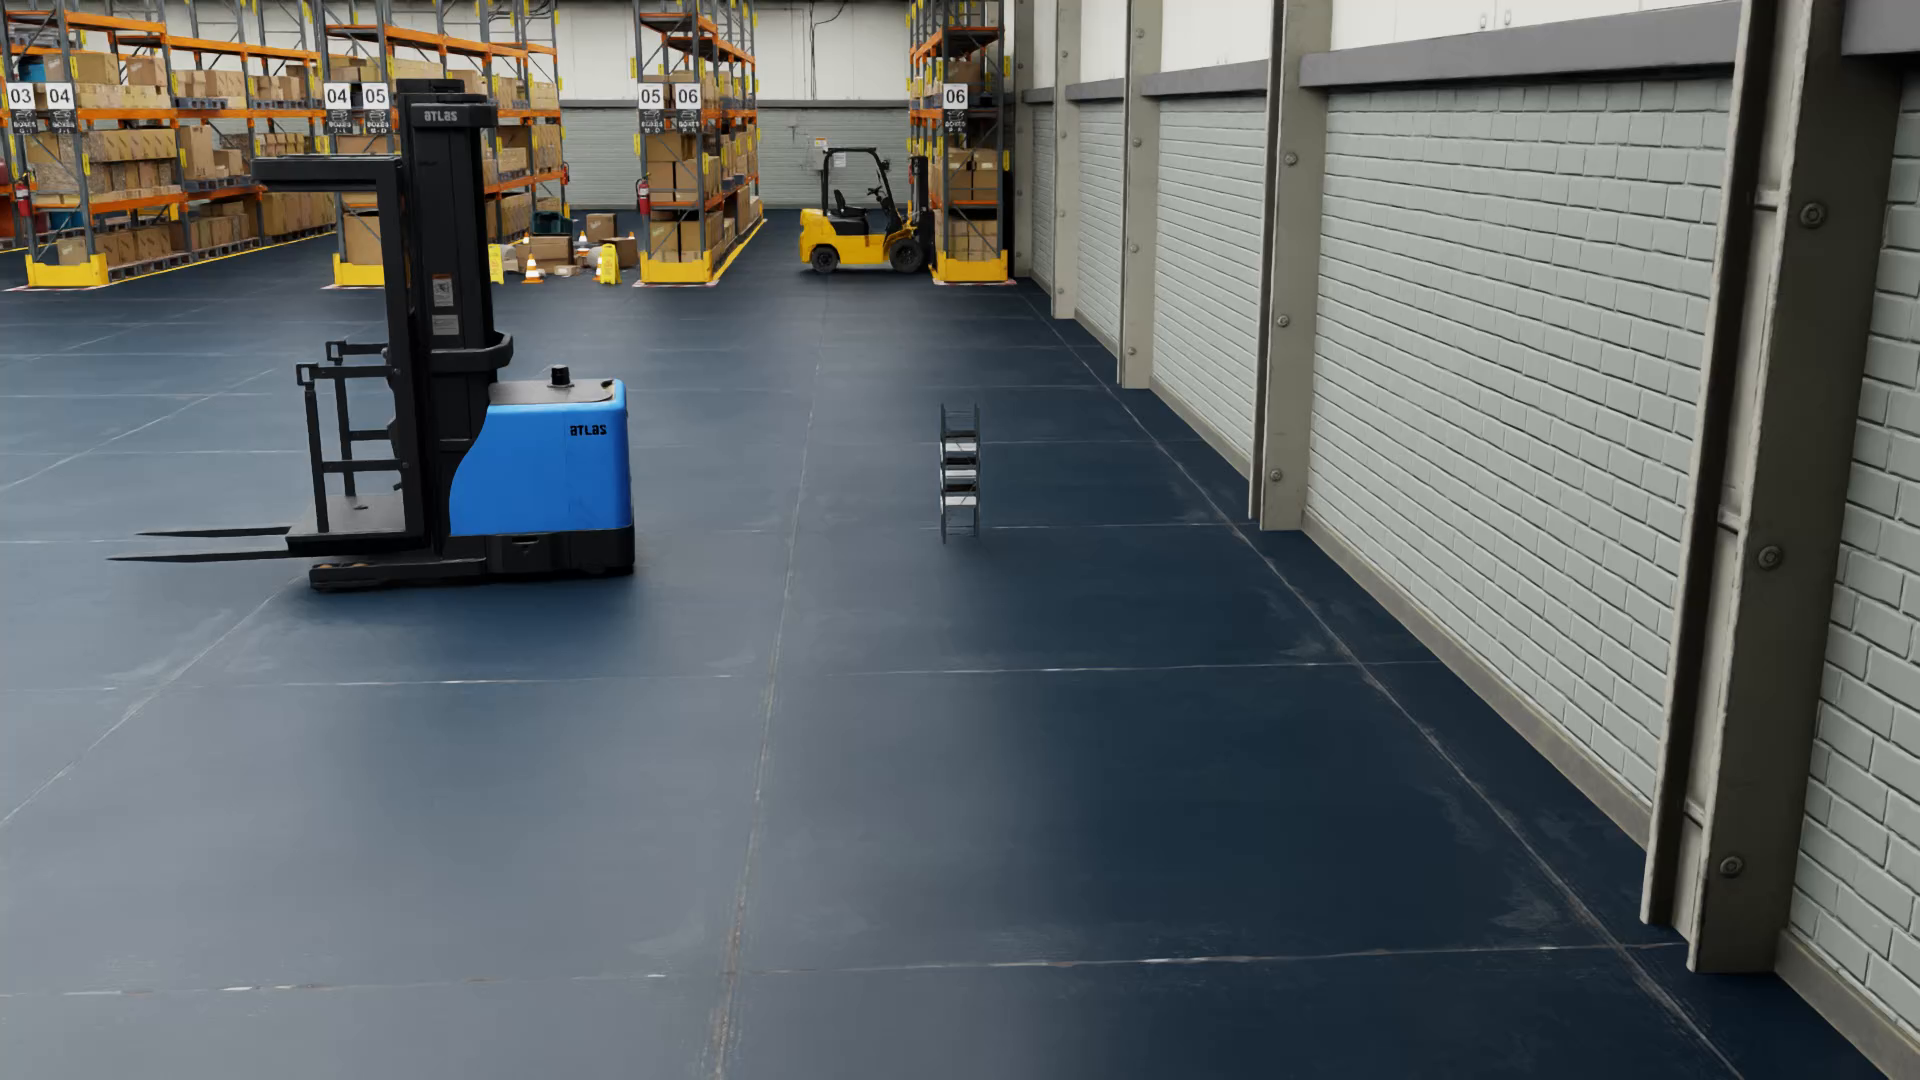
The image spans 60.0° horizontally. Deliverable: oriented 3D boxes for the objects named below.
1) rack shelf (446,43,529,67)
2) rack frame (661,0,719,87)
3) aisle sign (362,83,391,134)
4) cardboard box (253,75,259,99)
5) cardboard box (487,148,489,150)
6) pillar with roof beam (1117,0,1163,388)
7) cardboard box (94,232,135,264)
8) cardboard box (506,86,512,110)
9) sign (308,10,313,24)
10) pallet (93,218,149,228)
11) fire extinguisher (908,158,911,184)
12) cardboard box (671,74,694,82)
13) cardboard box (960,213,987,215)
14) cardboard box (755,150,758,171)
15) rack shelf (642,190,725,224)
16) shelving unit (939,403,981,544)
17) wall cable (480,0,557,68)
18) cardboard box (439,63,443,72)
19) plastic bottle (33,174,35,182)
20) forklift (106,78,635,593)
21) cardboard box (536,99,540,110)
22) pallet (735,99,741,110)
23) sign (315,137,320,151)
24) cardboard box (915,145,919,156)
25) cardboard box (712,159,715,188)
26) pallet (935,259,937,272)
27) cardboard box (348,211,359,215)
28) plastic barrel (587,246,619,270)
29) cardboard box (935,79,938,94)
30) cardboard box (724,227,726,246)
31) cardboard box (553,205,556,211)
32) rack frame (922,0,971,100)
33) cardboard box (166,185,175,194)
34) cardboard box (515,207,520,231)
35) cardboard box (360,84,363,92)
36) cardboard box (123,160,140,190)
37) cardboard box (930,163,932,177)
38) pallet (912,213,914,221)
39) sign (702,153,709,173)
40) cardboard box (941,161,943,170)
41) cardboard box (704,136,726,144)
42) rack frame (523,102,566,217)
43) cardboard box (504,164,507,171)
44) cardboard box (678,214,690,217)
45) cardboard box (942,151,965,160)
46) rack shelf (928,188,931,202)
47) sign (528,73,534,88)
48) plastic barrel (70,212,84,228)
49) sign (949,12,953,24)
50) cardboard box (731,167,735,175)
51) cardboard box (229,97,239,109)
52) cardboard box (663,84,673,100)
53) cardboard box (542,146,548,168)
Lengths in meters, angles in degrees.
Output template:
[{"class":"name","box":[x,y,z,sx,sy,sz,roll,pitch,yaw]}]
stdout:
[{"class":"rack shelf","box":[-10.293,-10.530,36.137,1.077,0.370,4.000,-1,14,-3]},{"class":"rack frame","box":[-4.987,-9.681,30.593,1.000,3.000,0.127,-1,14,-3]},{"class":"aisle sign","box":[-9.369,-6.925,26.705,0.394,0.787,0.004,-1,14,-3]},{"class":"cardboard box","box":[-15.377,-9.686,35.588,0.500,0.500,0.500,0,14,0]},{"class":"cardboard box","box":[-10.802,-8.733,37.417,0.380,0.149,0.250,-1,14,-4]},{"class":"pillar with roof beam","box":[-2.482,-5.900,15.898,9.100,9.000,0.400,-1,14,-3]},{"class":"cardboard box","box":[-14.743,-5.080,28.925,0.500,0.500,0.500,0,14,2]},{"class":"cardboard box","box":[-10.013,-9.565,35.960,0.500,0.500,0.500,-1,14,-3]},{"class":"sign","box":[-16.176,-13.034,41.434,0.100,0.325,0.005,-1,14,-3]},{"class":"pallet","box":[-20.480,-7.672,40.419,1.003,0.211,1.213,-1,14,-3]},{"class":"fire extinguisher","box":[-1.247,-9.649,43.412,0.296,0.674,0.183,-1,14,-3]},{"class":"cardboard box","box":[-4.557,-7.589,27.388,0.380,0.149,0.250,-1,14,-4]},{"class":"cardboard box","box":[0.255,-5.838,30.365,0.500,0.250,0.500,-1,14,-3]},{"class":"cardboard box","box":[-5.436,-9.693,42.477,0.500,0.500,0.500,-1,14,-3]},{"class":"rack shelf","box":[-4.863,-5.930,29.497,1.077,0.370,4.000,-1,14,-3]},{"class":"shelving unit","box":[-0.001,-0.438,10.922,0.258,0.900,0.210,-1,14,-3]},{"class":"wall cable","box":[-12.532,-15.530,46.869,2.277,5.999,0.120,-1,14,-3]},{"class":"cardboard box","box":[-9.580,-8.557,30.105,0.380,0.149,0.250,-1,14,-4]},{"class":"plastic bottle","box":[-19.790,-7.735,35.467,0.097,0.201,0.097,0,14,0]},{"class":"forklift","box":[-3.565,-1.248,9.994,3.031,2.935,1.130,-3,15,-11]},{"class":"cardboard box","box":[-10.222,-10.287,39.270,0.500,0.250,0.500,-1,14,-4]},{"class":"pallet","box":[-5.328,-9.291,35.476,1.213,0.211,1.003,0,14,-1]},{"class":"sign","box":[-14.832,-9.145,38.386,0.100,0.325,0.005,-1,14,-3]},{"class":"cardboard box","box":[-0.690,-8.842,38.328,0.700,0.500,0.500,-1,14,-3]},{"class":"cardboard box","box":[-4.599,-6.477,29.383,0.500,0.500,0.500,-1,14,-5]},{"class":"pallet","box":[0.053,-5.000,30.036,1.003,0.211,1.213,-1,14,-3]},{"class":"cardboard box","box":[-15.445,-8.397,41.064,0.875,0.875,0.875,-1,14,-3]},{"class":"plastic barrel","box":[-6.378,-5.023,29.701,0.512,0.421,0.421,10,18,35]},{"class":"cardboard box","box":[-0.244,-8.119,29.767,0.396,0.266,0.258,-1,14,-5]},{"class":"cardboard box","box":[-5.022,-5.837,32.122,0.950,0.372,0.625,-1,14,-3]},{"class":"cardboard box","box":[-10.268,-8.241,41.316,0.380,0.149,0.250,-1,14,-3]},{"class":"rack frame","box":[-0.281,-10.753,34.761,1.000,3.000,0.127,-1,14,-3]},{"class":"cardboard box","box":[-14.565,-6.390,30.345,0.380,0.149,0.250,-1,14,-3]},{"class":"cardboard box","box":[-10.029,-7.094,36.752,0.500,0.500,0.500,-1,14,-5]},{"class":"cardboard box","box":[-10.064,-7.466,27.465,0.380,0.149,0.250,-1,14,-3]},{"class":"cardboard box","box":[-14.795,-6.330,28.809,0.875,0.500,0.500,-1,14,-3]},{"class":"cardboard box","box":[-0.319,-7.141,32.058,0.500,0.250,0.500,-1,14,-5]},{"class":"pallet","box":[-0.721,-8.270,42.745,1.003,0.211,1.213,-1,14,-3]},{"class":"sign","box":[-4.197,-6.208,27.399,0.100,0.325,0.005,-1,14,-3]},{"class":"cardboard box","box":[-0.132,-6.366,28.246,0.380,0.149,0.250,-1,14,-3]},{"class":"cardboard box","box":[-4.663,-7.608,31.634,0.380,0.149,0.250,-1,14,-4]},{"class":"rack frame","box":[-10.665,-9.658,42.545,1.000,3.000,0.127,-1,14,-3]},{"class":"cardboard box","box":[-10.047,-8.066,36.017,0.380,0.149,0.250,0,14,-1]},{"class":"cardboard box","box":[-5.144,-5.598,29.933,0.500,0.500,0.500,0,14,-1]},{"class":"cardboard box","box":[-0.107,-6.576,28.467,0.380,0.149,0.250,-1,14,-2]},{"class":"rack shelf","box":[-0.157,-7.002,33.665,1.077,0.370,4.000,-1,14,-3]},{"class":"sign","box":[-9.863,-10.567,38.228,0.100,0.325,0.005,-1,14,-3]},{"class":"plastic barrel","box":[-20.300,-7.587,37.864,0.600,0.901,0.708,-1,14,-3]},{"class":"sign","box":[-0.221,-13.275,42.371,0.100,0.325,0.005,-1,14,-3]},{"class":"cardboard box","box":[-4.792,-7.516,33.878,0.380,0.149,0.250,-1,14,-2]},{"class":"cardboard box","box":[-14.807,-8.760,33.334,0.500,0.250,0.500,-1,14,-4]},{"class":"cardboard box","box":[-5.040,-7.428,27.560,0.500,0.250,0.500,-1,14,-4]},{"class":"cardboard box","box":[-10.229,-9.232,40.090,0.500,0.500,0.500,-1,14,-5]}]
